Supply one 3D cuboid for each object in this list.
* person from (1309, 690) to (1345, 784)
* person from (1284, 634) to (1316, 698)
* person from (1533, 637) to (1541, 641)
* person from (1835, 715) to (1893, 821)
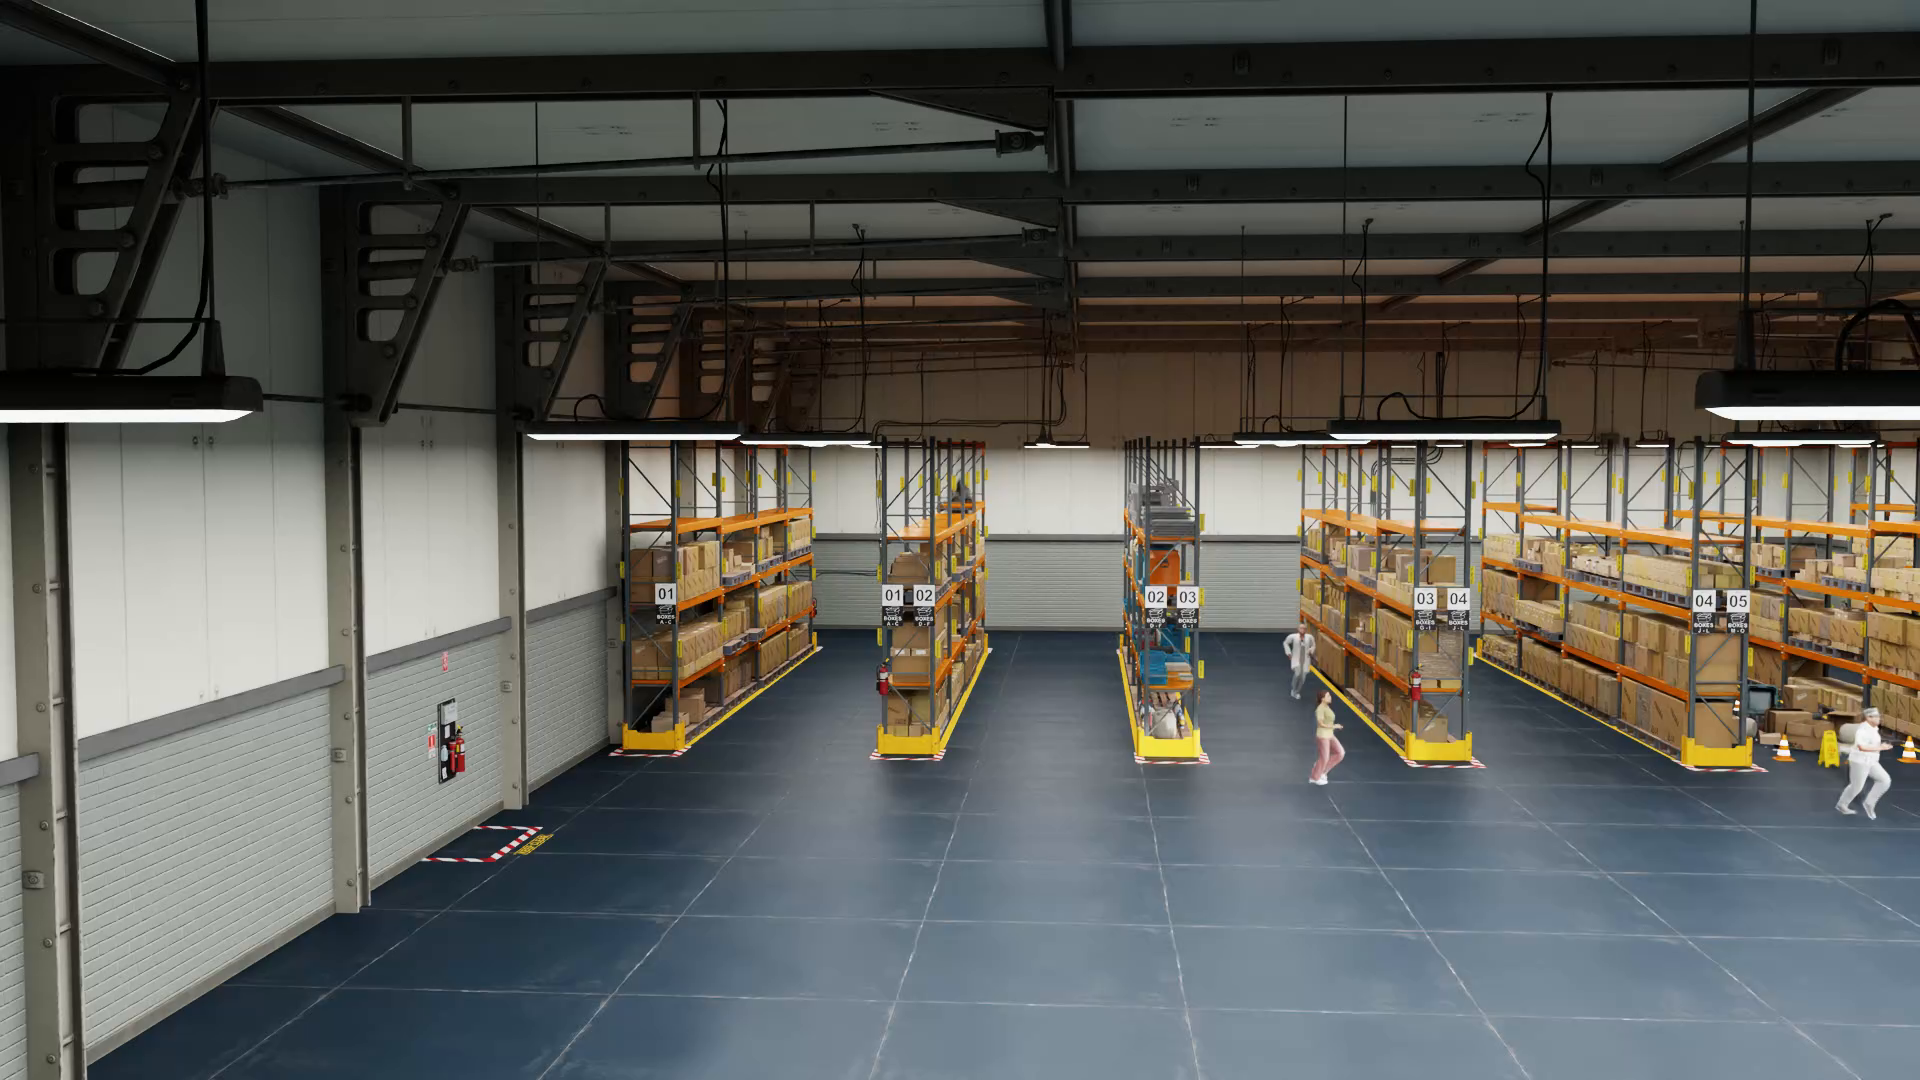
[{"bbox_3d":[6.267,3.371,28.431,0.589,1.632,0.552,2,4,31],"label":"person"},{"bbox_3d":[7.853,2.894,38.343,0.706,1.539,0.651,0,3,-2],"label":"person"},{"bbox_3d":[16.262,2.416,46.660,0.597,1.647,0.552,-2,4,-31],"label":"person"},{"bbox_3d":[14.069,3.488,25.826,0.692,1.736,0.815,-2,4,-39],"label":"person"}]
